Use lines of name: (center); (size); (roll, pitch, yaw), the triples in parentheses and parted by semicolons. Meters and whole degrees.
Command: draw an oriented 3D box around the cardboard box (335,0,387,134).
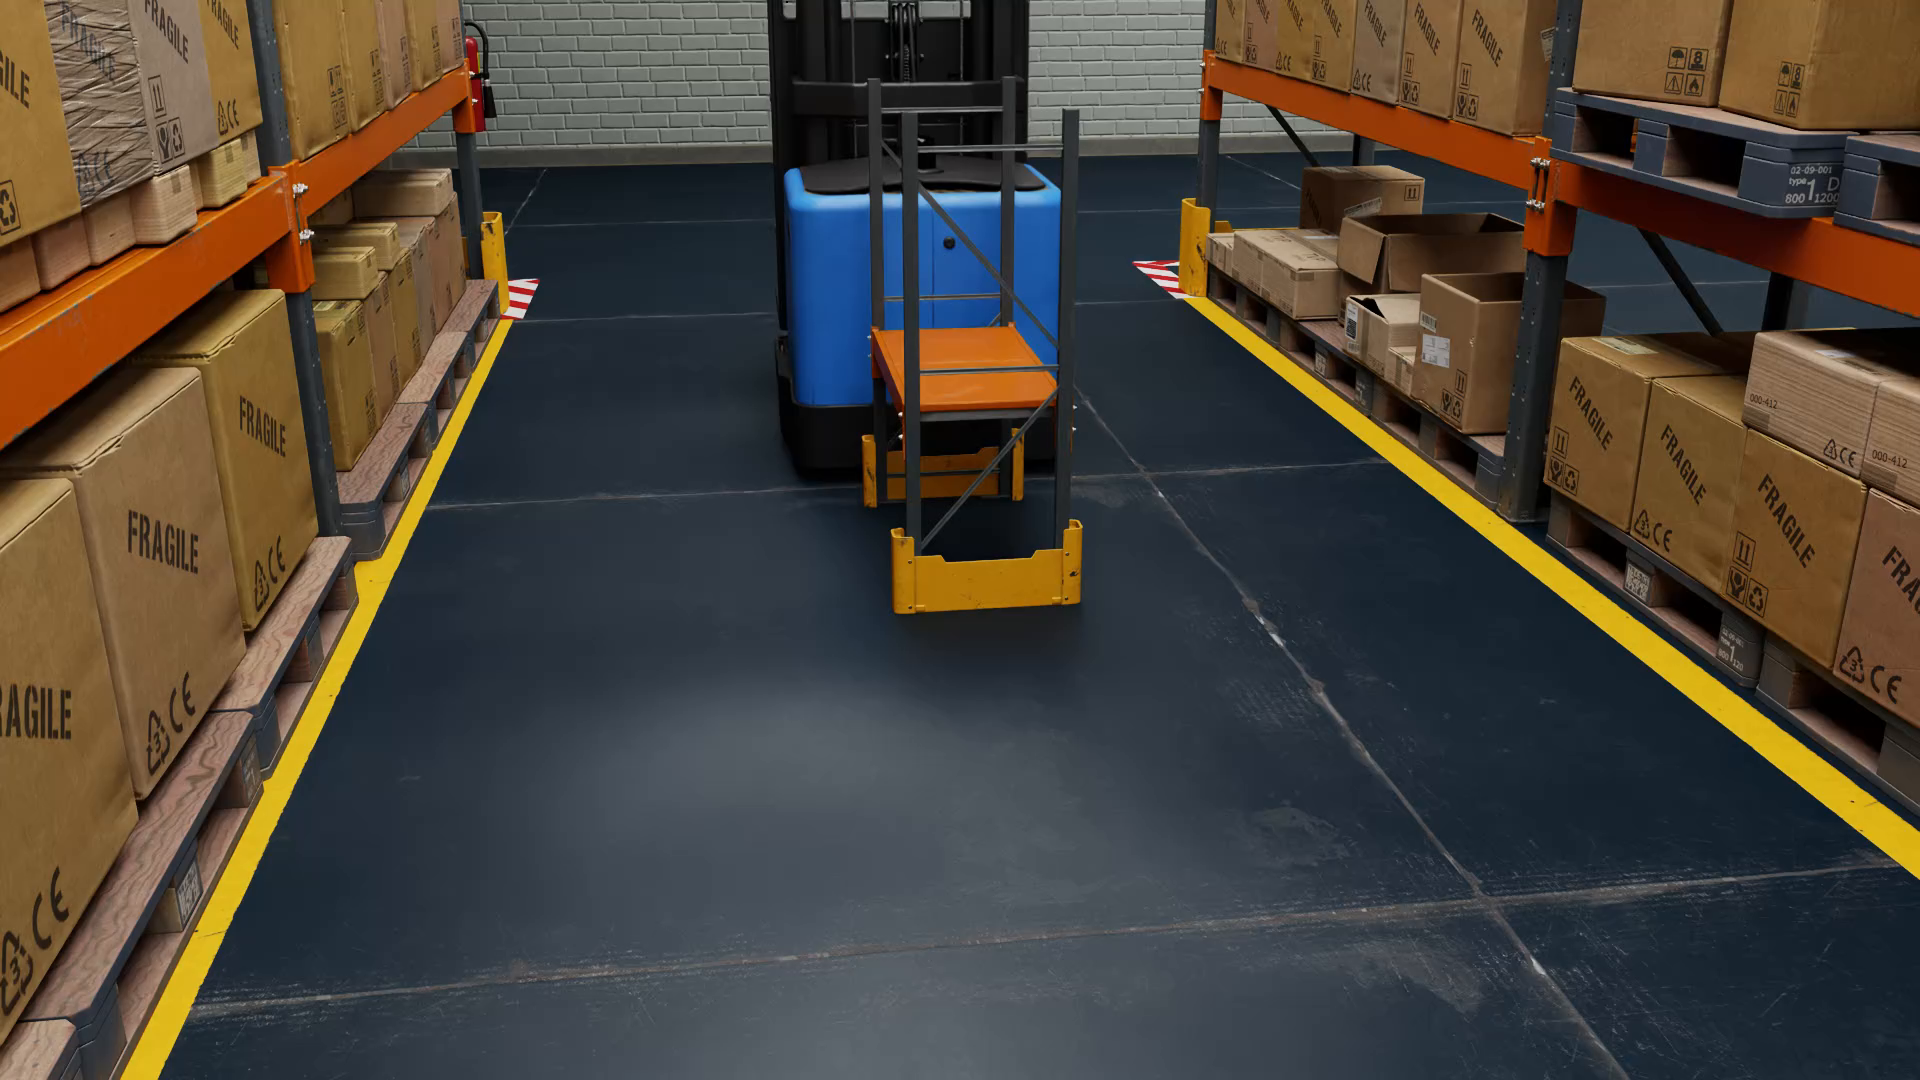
cardboard box: (-2.638, -1.833, 5.909); (0.980, 0.700, 0.700); (-3, 21, -9)

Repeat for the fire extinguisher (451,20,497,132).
fire extinguisher: (-2.618, -2.501, 8.768); (0.296, 0.674, 0.183); (-3, 21, -8)

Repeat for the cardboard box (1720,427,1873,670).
cardboard box: (2.406, 0.000, 4.373); (0.500, 0.500, 0.500); (-3, 21, -7)

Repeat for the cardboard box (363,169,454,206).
cardboard box: (-2.655, -1.693, 8.007); (0.380, 0.149, 0.250); (-3, 21, -8)

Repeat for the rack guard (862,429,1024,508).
rack guard: (-0.061, -0.263, 6.063); (0.587, 0.250, 0.087); (-3, 21, -8)

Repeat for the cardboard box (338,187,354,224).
cardboard box: (-2.960, -1.499, 7.489); (0.380, 0.149, 0.250); (-3, 21, -7)

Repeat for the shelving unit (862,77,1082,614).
shelving unit: (0.011, -0.676, 5.383); (0.587, 1.500, 1.083); (-3, 21, -8)

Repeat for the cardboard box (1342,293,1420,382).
cardboard box: (1.954, -0.891, 7.030); (0.500, 0.311, 0.500); (-3, 21, -8)

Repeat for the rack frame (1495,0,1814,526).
rack frame: (2.425, -1.502, 5.451); (1.000, 3.000, 0.127); (-3, 21, -8)

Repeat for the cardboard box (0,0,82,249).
cardboard box: (-1.936, -0.776, 2.911); (0.500, 0.500, 0.500); (-2, 21, -6)

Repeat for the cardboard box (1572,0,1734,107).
cardboard box: (2.272, -1.570, 4.891); (0.700, 0.500, 0.500); (-10, 23, -26)

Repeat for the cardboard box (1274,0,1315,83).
cardboard box: (1.800, -2.415, 7.751); (0.500, 0.500, 0.500); (-3, 21, -8)

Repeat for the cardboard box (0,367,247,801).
cardboard box: (-2.123, 0.085, 3.673); (0.750, 0.750, 0.750); (-2, 21, -6)

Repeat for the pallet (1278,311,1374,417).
pallet: (2.148, -0.857, 7.709); (1.003, 0.211, 1.213); (-3, 21, -8)

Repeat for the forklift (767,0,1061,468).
forklift: (-0.287, -2.118, 7.197); (1.130, 2.935, 3.031); (-3, 21, -7)

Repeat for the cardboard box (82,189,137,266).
cardboard box: (-2.029, -0.685, 3.594); (0.380, 0.149, 0.250); (-3, 21, -8)

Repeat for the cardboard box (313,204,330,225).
cardboard box: (-2.885, -1.323, 7.015); (0.380, 0.149, 0.250); (-3, 21, -7)

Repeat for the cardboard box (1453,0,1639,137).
cardboard box: (2.099, -1.709, 5.862); (0.500, 0.500, 0.500); (-3, 21, -7)

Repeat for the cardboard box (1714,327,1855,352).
cardboard box: (2.780, -0.381, 5.393); (0.500, 0.500, 0.500); (-3, 21, -8)

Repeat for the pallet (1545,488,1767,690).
pallet: (2.579, 0.084, 5.190); (1.003, 0.211, 1.213); (-3, 21, -8)

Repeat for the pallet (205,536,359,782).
pallet: (-2.291, 0.319, 4.561); (1.003, 0.211, 1.213); (-3, 21, -8)

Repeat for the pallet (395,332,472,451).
pallet: (-2.688, -0.635, 7.115); (1.003, 0.211, 1.213); (-3, 21, -8)

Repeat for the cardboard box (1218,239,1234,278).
cardboard box: (1.604, -1.517, 8.911); (0.380, 0.166, 0.250); (-3, 21, -8)

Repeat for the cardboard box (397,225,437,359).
cardboard box: (-2.708, -1.077, 7.285); (0.700, 0.500, 0.500); (-4, 21, -10)

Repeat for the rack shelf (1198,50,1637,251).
rack shelf: (2.136, -1.858, 7.431); (1.077, 0.370, 4.000); (-3, 21, -8)

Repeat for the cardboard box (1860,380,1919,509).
cardboard box: (2.470, -0.189, 3.807); (0.500, 0.250, 0.500); (-3, 21, -9)

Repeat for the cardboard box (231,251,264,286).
cardboard box: (-2.775, -1.058, 6.307); (0.380, 0.149, 0.250); (-4, 21, -9)

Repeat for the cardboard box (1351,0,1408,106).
cardboard box: (1.947, -2.065, 6.816); (0.500, 0.500, 0.500); (-2, 21, -7)

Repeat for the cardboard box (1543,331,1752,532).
cardboard box: (2.253, -0.358, 5.330); (0.500, 0.500, 0.500); (-4, 21, -10)

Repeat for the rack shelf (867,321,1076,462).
rack shelf: (0.012, -0.505, 5.438); (0.538, 0.185, 1.000); (-3, 21, -8)

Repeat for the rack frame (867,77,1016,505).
rack frame: (-0.061, -0.849, 5.846); (0.500, 1.500, 0.032); (-3, 21, -8)

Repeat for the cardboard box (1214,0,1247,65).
cardboard box: (1.651, -2.767, 8.695); (0.500, 0.500, 0.500); (-2, 21, -7)

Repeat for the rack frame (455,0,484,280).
rack frame: (-3.053, -2.636, 8.487); (1.000, 3.000, 0.127); (-3, 21, -8)

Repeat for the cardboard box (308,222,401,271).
cardboard box: (-2.427, -1.153, 6.562); (0.380, 0.149, 0.250); (-4, 21, -9)

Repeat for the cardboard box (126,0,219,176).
cardboard box: (-2.077, -1.123, 3.840); (0.500, 0.500, 0.500); (-3, 21, -7)

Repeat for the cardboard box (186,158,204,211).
cardboard box: (-2.095, -0.862, 4.067); (0.380, 0.149, 0.250); (-2, 21, -6)

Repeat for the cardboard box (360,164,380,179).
cardboard box: (-3.069, -1.761, 8.190); (0.380, 0.149, 0.250); (-3, 21, -7)

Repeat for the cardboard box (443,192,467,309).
cardboard box: (-2.853, -1.424, 8.215); (0.700, 0.500, 0.500); (-3, 21, -8)

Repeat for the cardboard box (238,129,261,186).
cardboard box: (-2.148, -1.040, 4.544); (0.380, 0.149, 0.250); (-3, 21, -7)

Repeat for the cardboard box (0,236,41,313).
cardboard box: (-1.981, -0.505, 3.112); (0.380, 0.149, 0.250); (-2, 21, -6)

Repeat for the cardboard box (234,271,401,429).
cardboard box: (-2.552, -0.715, 6.316); (0.700, 0.500, 0.500); (-3, 21, -8)

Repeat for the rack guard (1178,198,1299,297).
rack guard: (1.859, -1.690, 9.526); (1.175, 0.500, 0.348); (-3, 21, -8)

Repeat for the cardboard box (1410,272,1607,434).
cardboard box: (2.062, -0.720, 6.301); (0.500, 0.500, 0.500); (-3, 21, -8)

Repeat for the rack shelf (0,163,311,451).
rack shelf: (-2.188, -0.222, 3.050); (1.077, 0.370, 4.000); (-3, 21, -8)

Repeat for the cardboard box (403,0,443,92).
cardboard box: (-2.854, -2.349, 7.290); (0.980, 0.700, 0.700); (-3, 21, -8)

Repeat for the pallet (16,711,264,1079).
pallet: (-2.112, 0.742, 3.428); (1.003, 0.211, 1.213); (-3, 21, -8)

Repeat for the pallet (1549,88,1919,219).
pallet: (2.432, -1.130, 4.729); (1.003, 0.211, 1.213); (-3, 21, -8)

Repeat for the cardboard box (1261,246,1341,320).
cardboard box: (1.790, -1.256, 8.094); (0.500, 0.250, 0.500); (-3, 21, -8)
